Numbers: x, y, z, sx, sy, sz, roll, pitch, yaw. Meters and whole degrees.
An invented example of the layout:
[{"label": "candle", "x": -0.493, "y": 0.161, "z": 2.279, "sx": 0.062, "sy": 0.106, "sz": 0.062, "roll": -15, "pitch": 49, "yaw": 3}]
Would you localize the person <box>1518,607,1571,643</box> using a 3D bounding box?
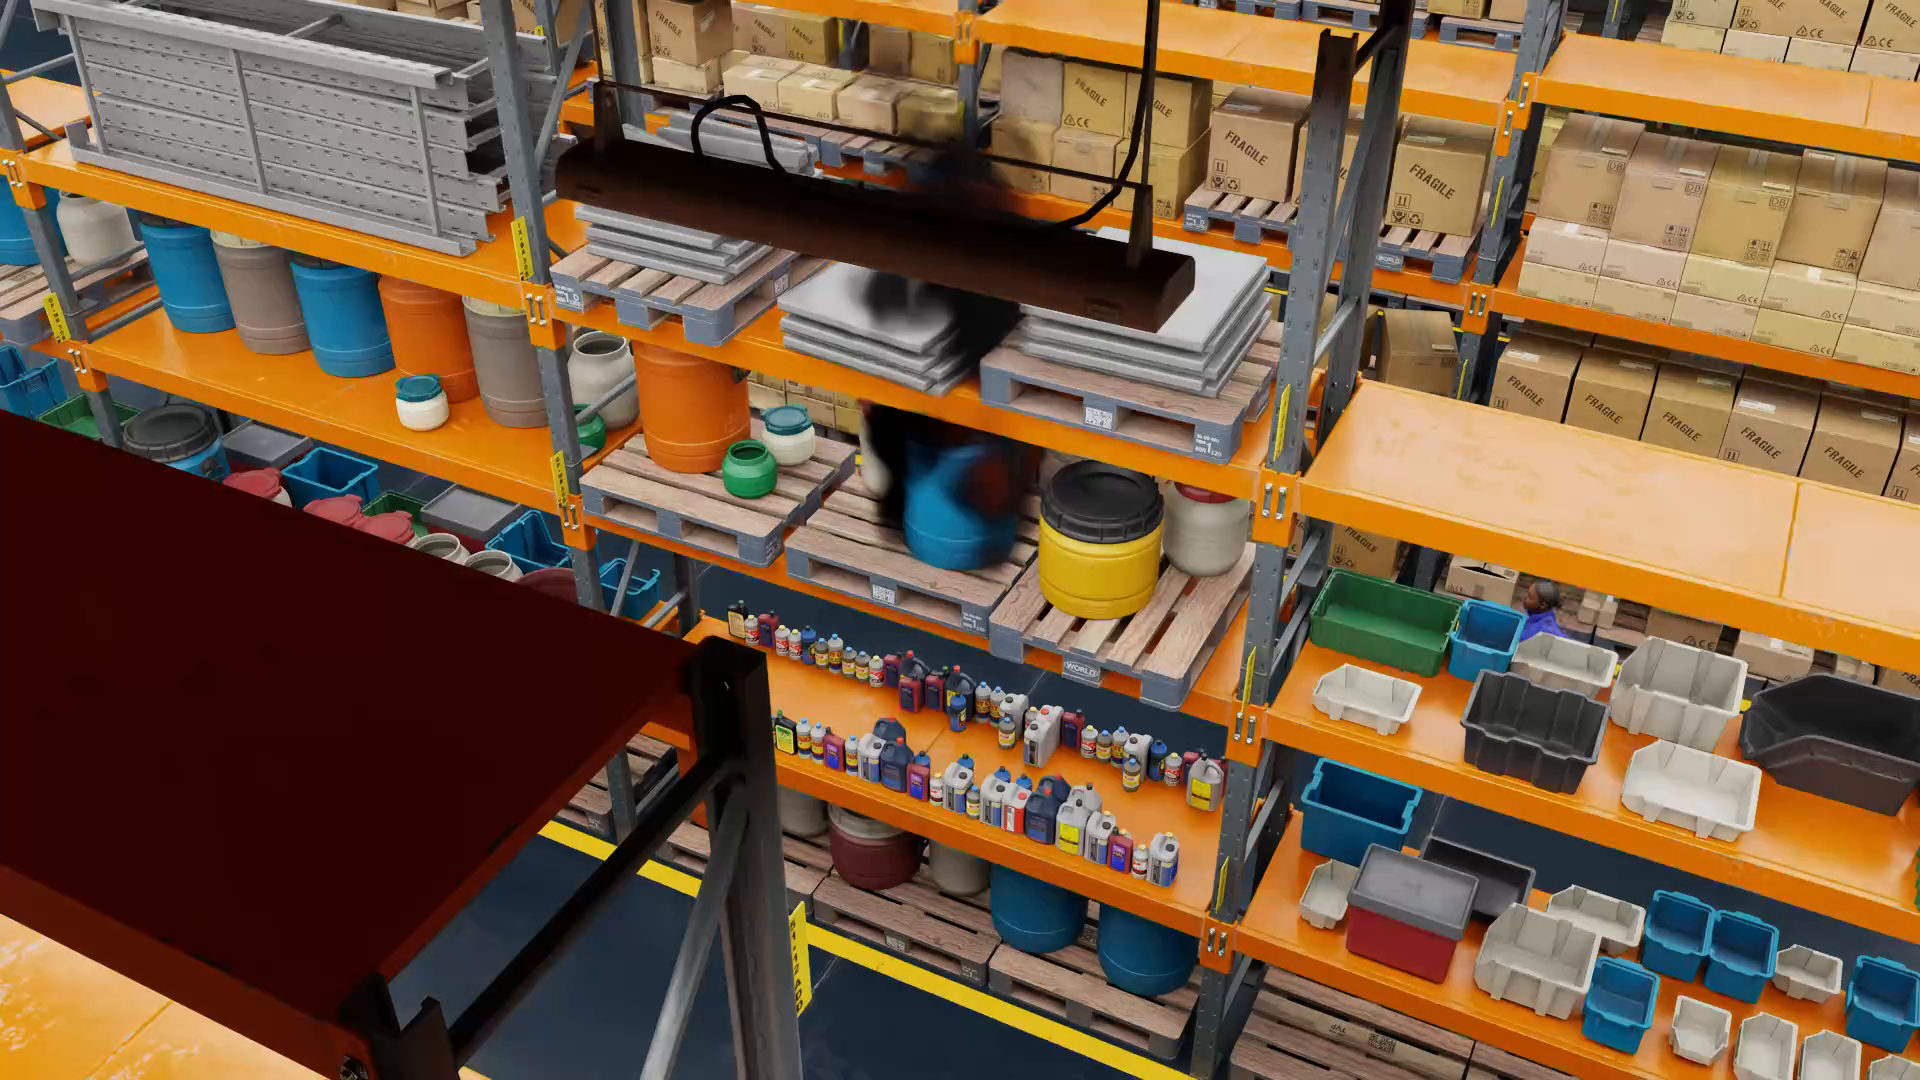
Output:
[{"label": "person", "x": 3.832, "y": 1.057, "z": 11.129, "sx": 0.718, "sy": 1.515, "sz": 0.501, "roll": 9, "pitch": 36, "yaw": 13}]
